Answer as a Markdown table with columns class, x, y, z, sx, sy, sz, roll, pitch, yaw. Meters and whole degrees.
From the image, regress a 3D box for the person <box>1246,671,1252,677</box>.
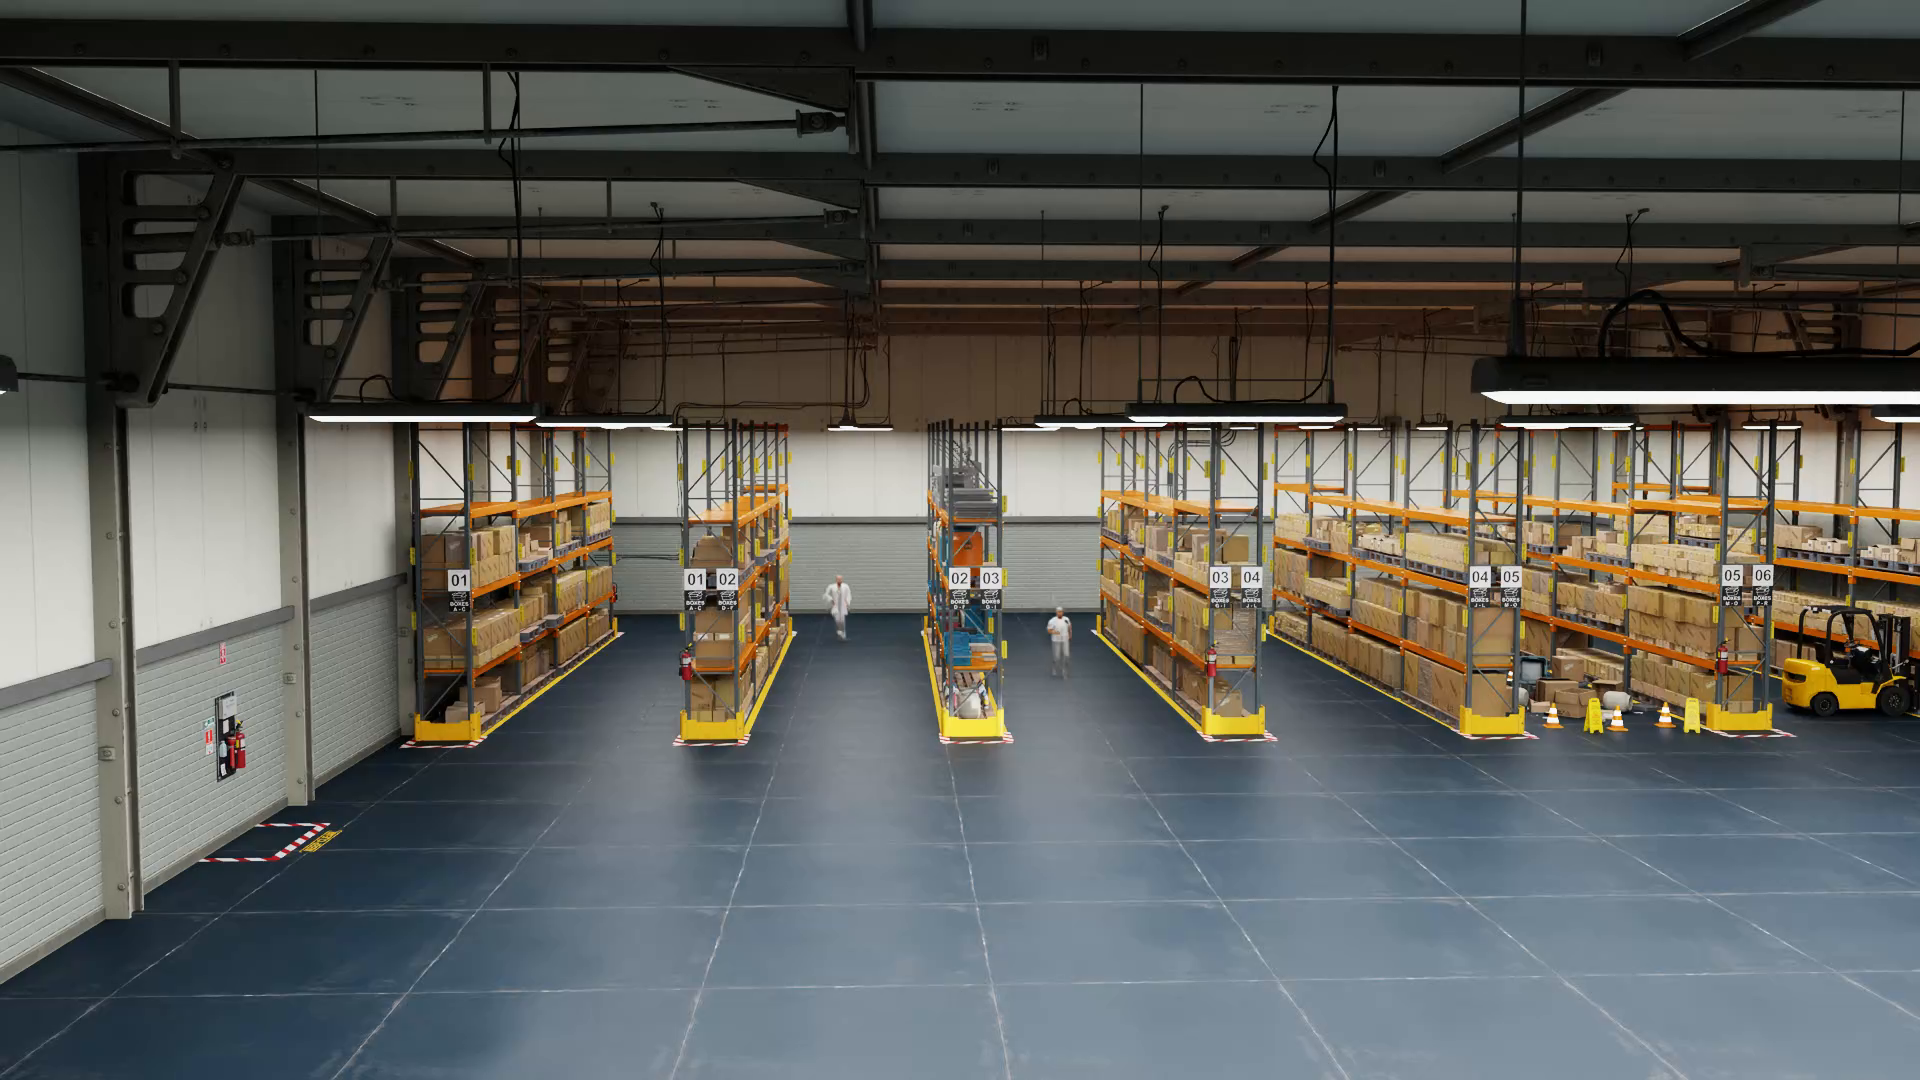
| class | x | y | z | sx | sy | sz | roll | pitch | yaw |
| --- | --- | --- | --- | --- | --- | --- | --- | --- | --- |
| person | 6.725 | 2.385 | 39.491 | 0.528 | 1.633 | 0.750 | 0 | 4 | -6 |

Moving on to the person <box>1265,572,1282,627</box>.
| class | x | y | z | sx | sy | sz | roll | pitch | yaw |
| --- | --- | --- | --- | --- | --- | --- | --- | --- | --- |
| person | 9.276 | 1.729 | 49.070 | 0.772 | 1.698 | 0.879 | 0 | 4 | -1 |

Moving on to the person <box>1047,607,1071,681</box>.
| class | x | y | z | sx | sy | sz | roll | pitch | yaw |
| --- | --- | --- | --- | --- | --- | --- | --- | --- | --- |
| person | 2.336 | 2.411 | 38.907 | 0.607 | 1.708 | 0.845 | 0 | 4 | -7 |

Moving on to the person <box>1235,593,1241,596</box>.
| class | x | y | z | sx | sy | sz | roll | pitch | yaw |
| --- | --- | --- | --- | --- | --- | --- | --- | --- | --- |
| person | 7.724 | 1.963 | 46.843 | 0.581 | 1.549 | 0.761 | 1 | 4 | 18 |

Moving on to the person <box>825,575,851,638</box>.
| class | x | y | z | sx | sy | sz | roll | pitch | yaw |
| --- | --- | --- | --- | --- | --- | --- | --- | --- | --- |
| person | -3.288 | 1.815 | 44.969 | 0.698 | 1.725 | 0.658 | -1 | 4 | -10 |
